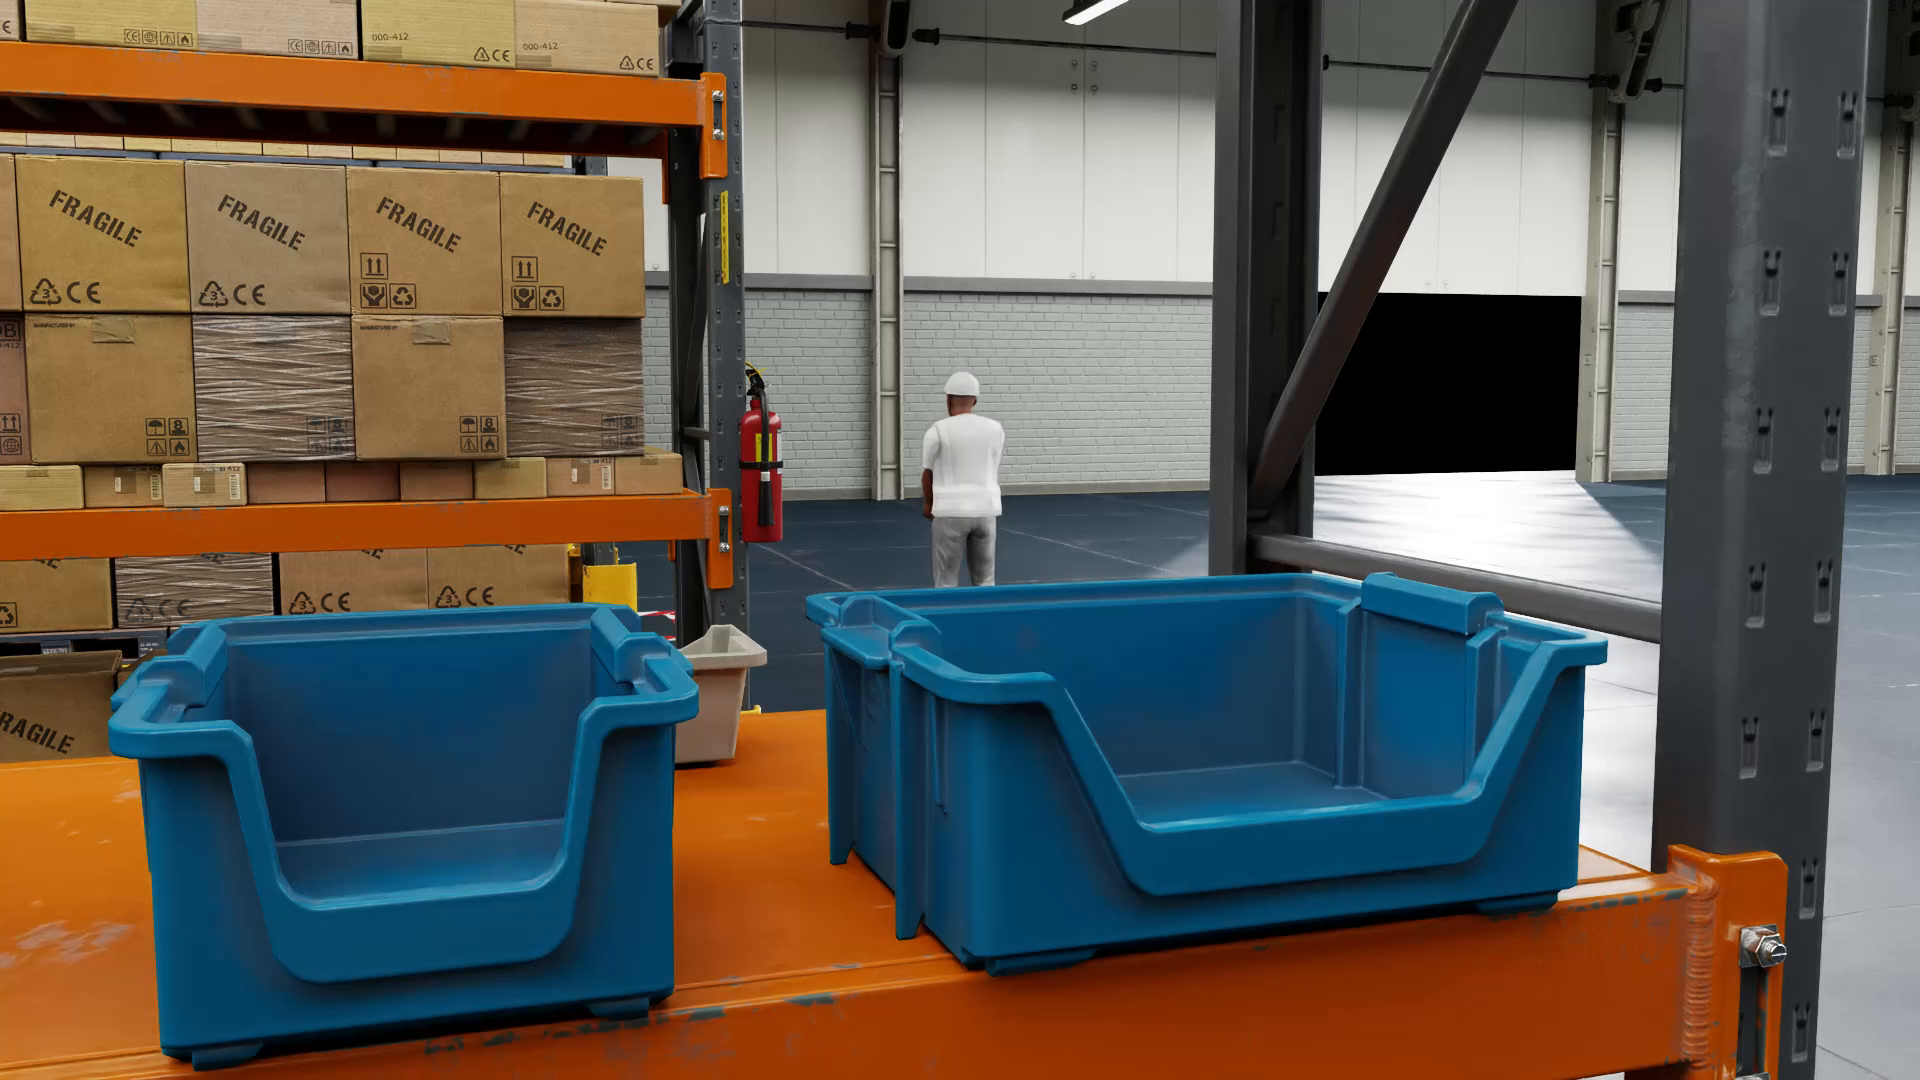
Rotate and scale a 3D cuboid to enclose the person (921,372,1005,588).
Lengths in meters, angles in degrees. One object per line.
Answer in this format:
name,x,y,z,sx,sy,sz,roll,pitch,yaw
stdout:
person,-0.013,-0.146,10.187,0.505,1.763,0.563,-2,6,-20
